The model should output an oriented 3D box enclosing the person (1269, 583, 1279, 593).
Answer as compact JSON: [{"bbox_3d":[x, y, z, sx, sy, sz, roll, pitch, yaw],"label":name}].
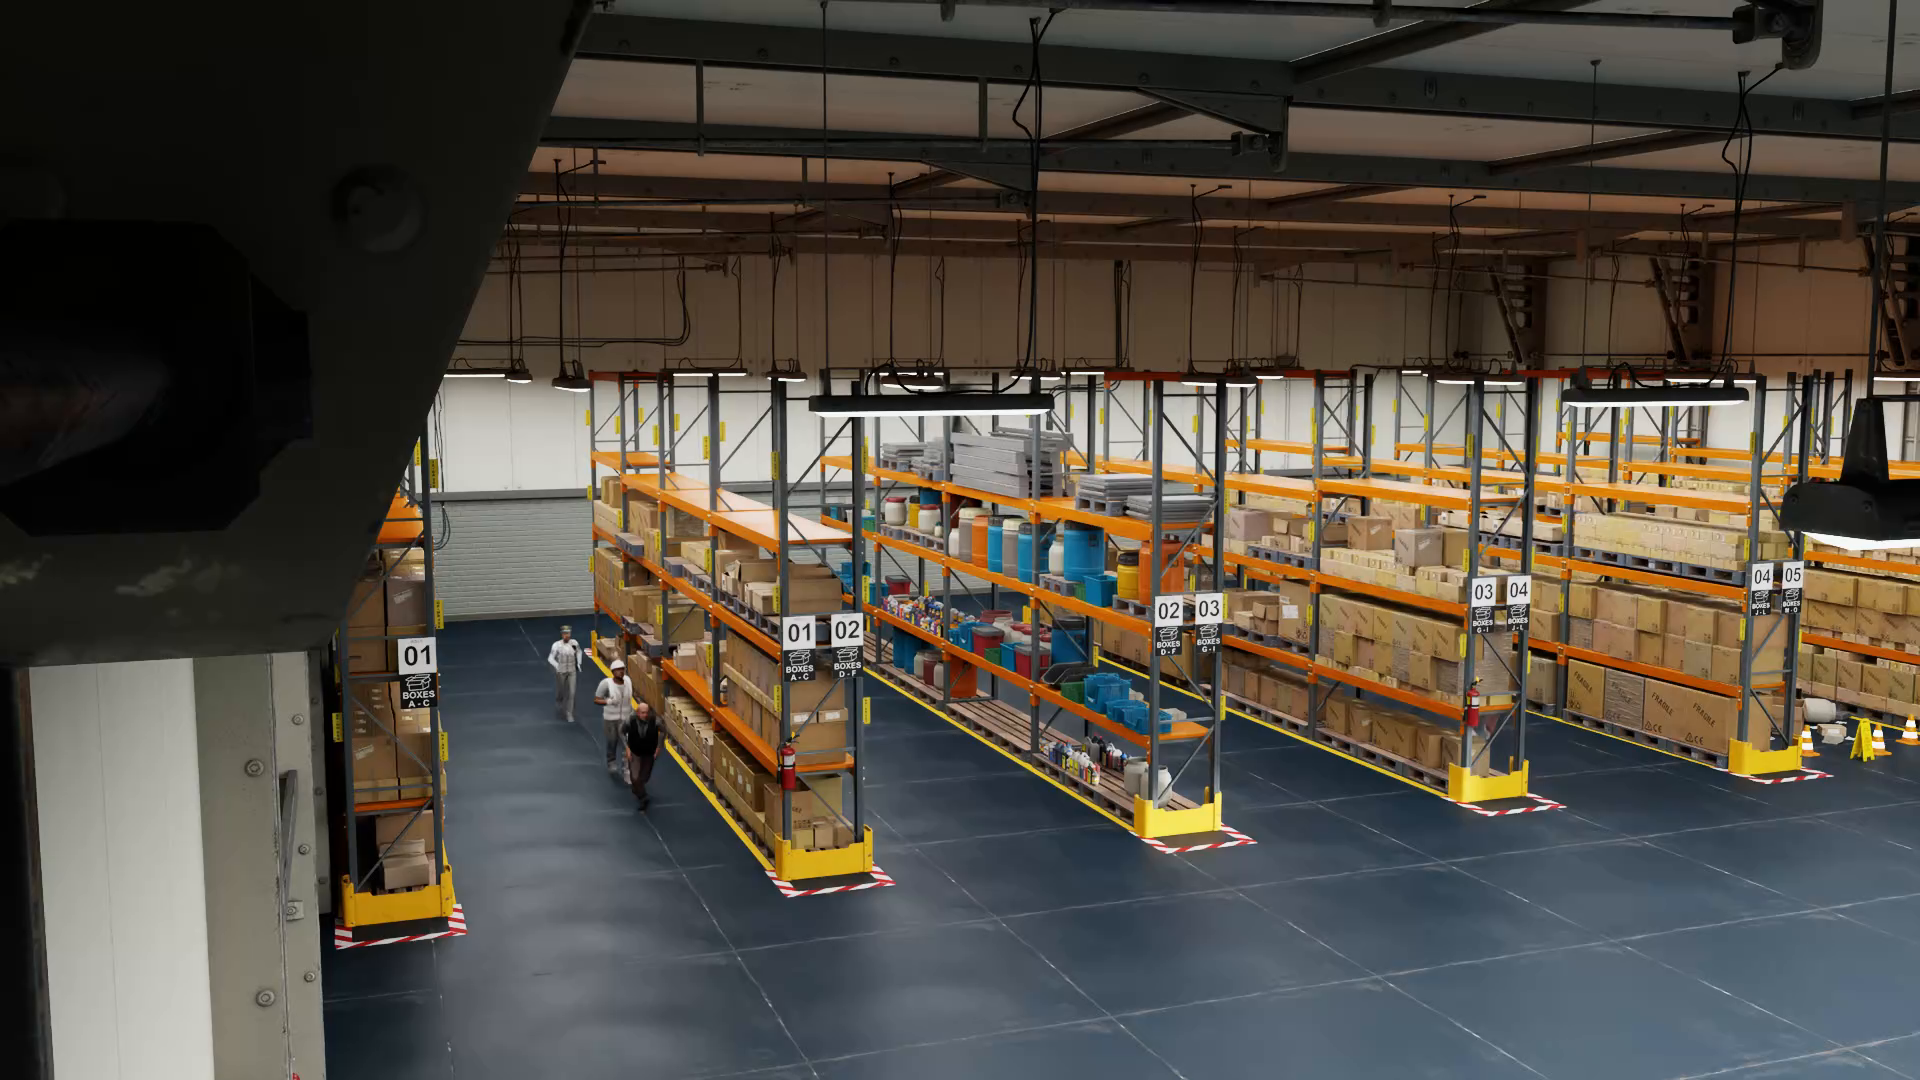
[{"bbox_3d":[7.937,0.911,41.008,0.748,1.844,0.696,6,8,41],"label":"person"}]

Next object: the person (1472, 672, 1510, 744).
[{"bbox_3d":[8.575,2.493,27.155,0.553,1.609,0.874,-5,8,-36],"label":"person"}]

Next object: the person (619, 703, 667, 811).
[{"bbox_3d":[-4.451,2.978,23.314,0.666,1.564,0.998,-2,7,-16],"label":"person"}]

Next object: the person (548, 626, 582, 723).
[{"bbox_3d":[-6.848,2.285,28.893,0.608,1.674,0.845,-3,7,-23],"label":"person"}]

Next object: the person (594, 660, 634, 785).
[{"bbox_3d":[-5.131,2.686,24.769,0.651,1.833,0.853,-3,7,-28],"label":"person"}]
